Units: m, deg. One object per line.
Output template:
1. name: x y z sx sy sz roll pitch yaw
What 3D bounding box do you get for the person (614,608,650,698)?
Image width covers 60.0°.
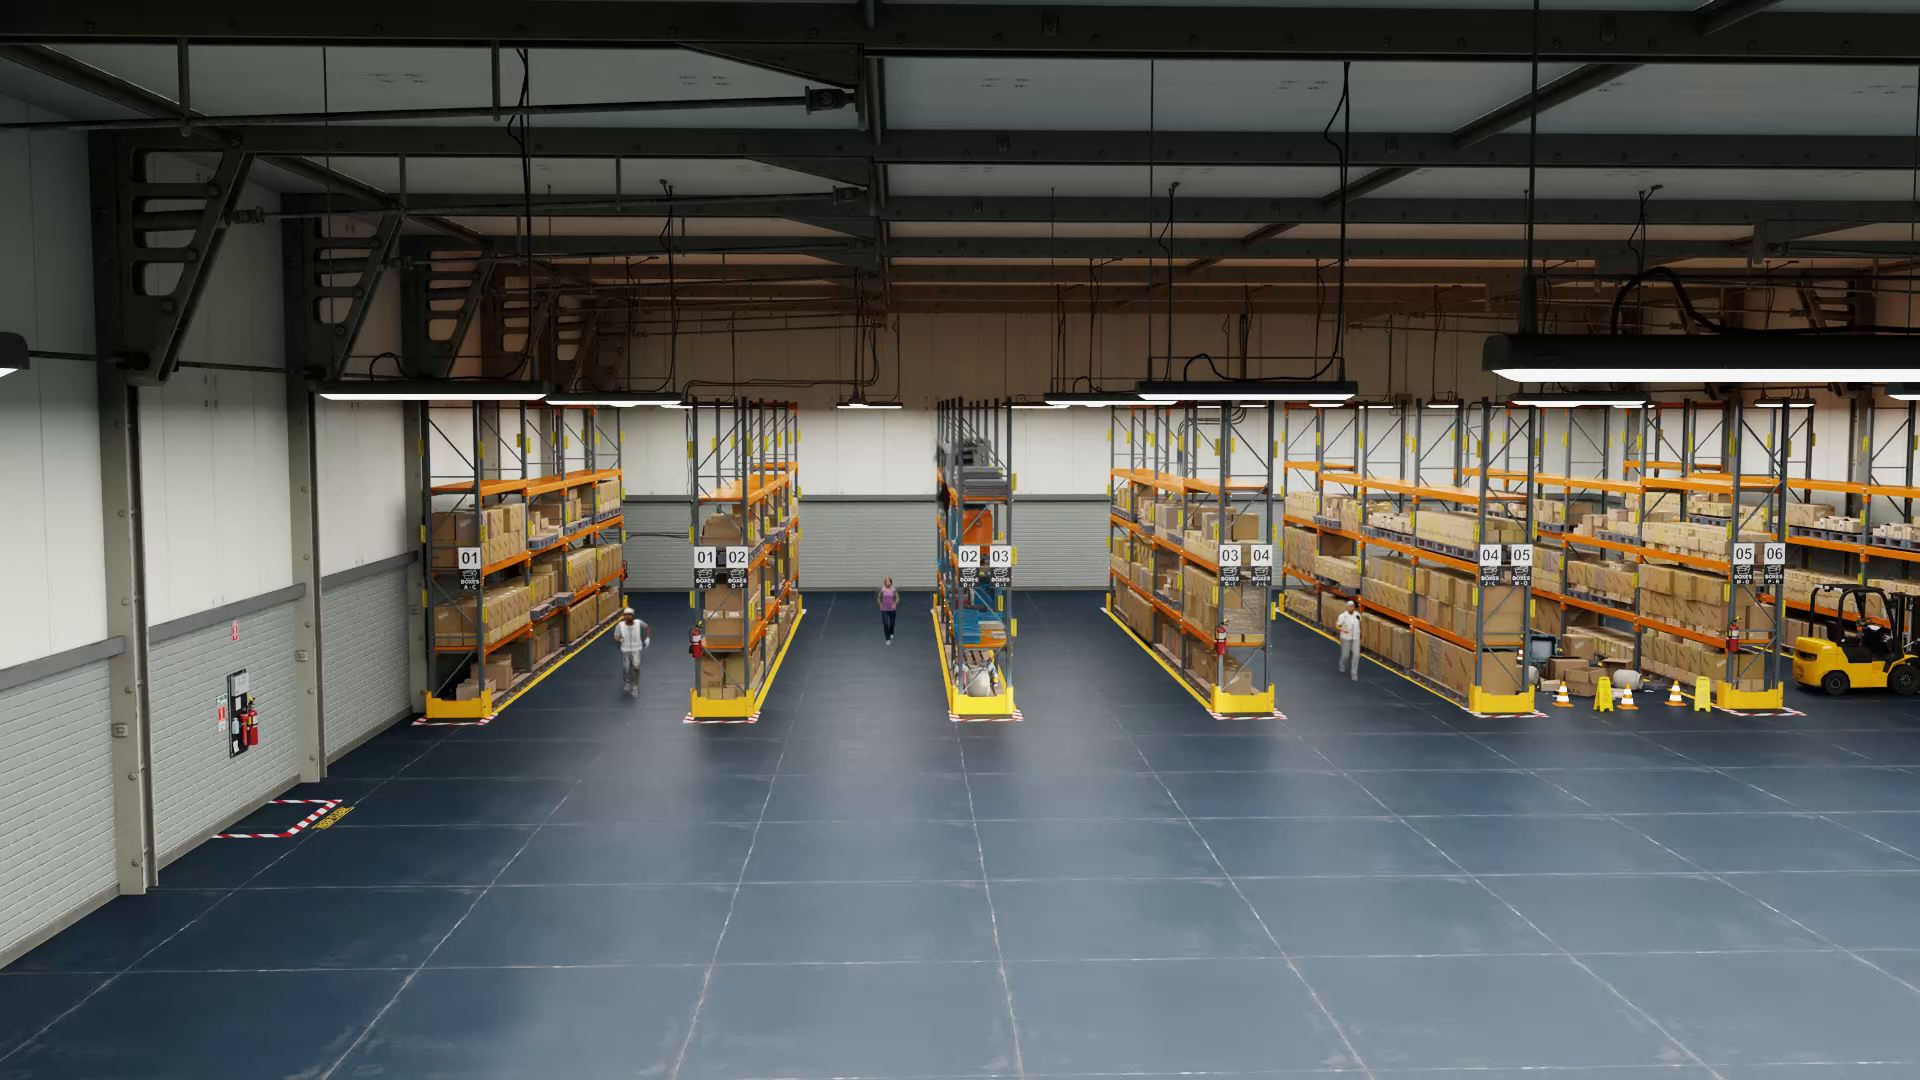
1. person: -6.598 2.253 33.438 0.694 1.804 0.899 -1 4 -7

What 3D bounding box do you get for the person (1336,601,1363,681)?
1. person: 8.384 2.146 35.751 0.617 1.668 0.920 0 4 0

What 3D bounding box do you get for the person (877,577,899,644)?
1. person: -1.683 1.651 38.879 0.534 1.556 0.513 0 4 -2

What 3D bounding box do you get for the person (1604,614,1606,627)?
1. person: 16.394 1.598 42.596 0.548 1.655 0.563 0 4 -4
